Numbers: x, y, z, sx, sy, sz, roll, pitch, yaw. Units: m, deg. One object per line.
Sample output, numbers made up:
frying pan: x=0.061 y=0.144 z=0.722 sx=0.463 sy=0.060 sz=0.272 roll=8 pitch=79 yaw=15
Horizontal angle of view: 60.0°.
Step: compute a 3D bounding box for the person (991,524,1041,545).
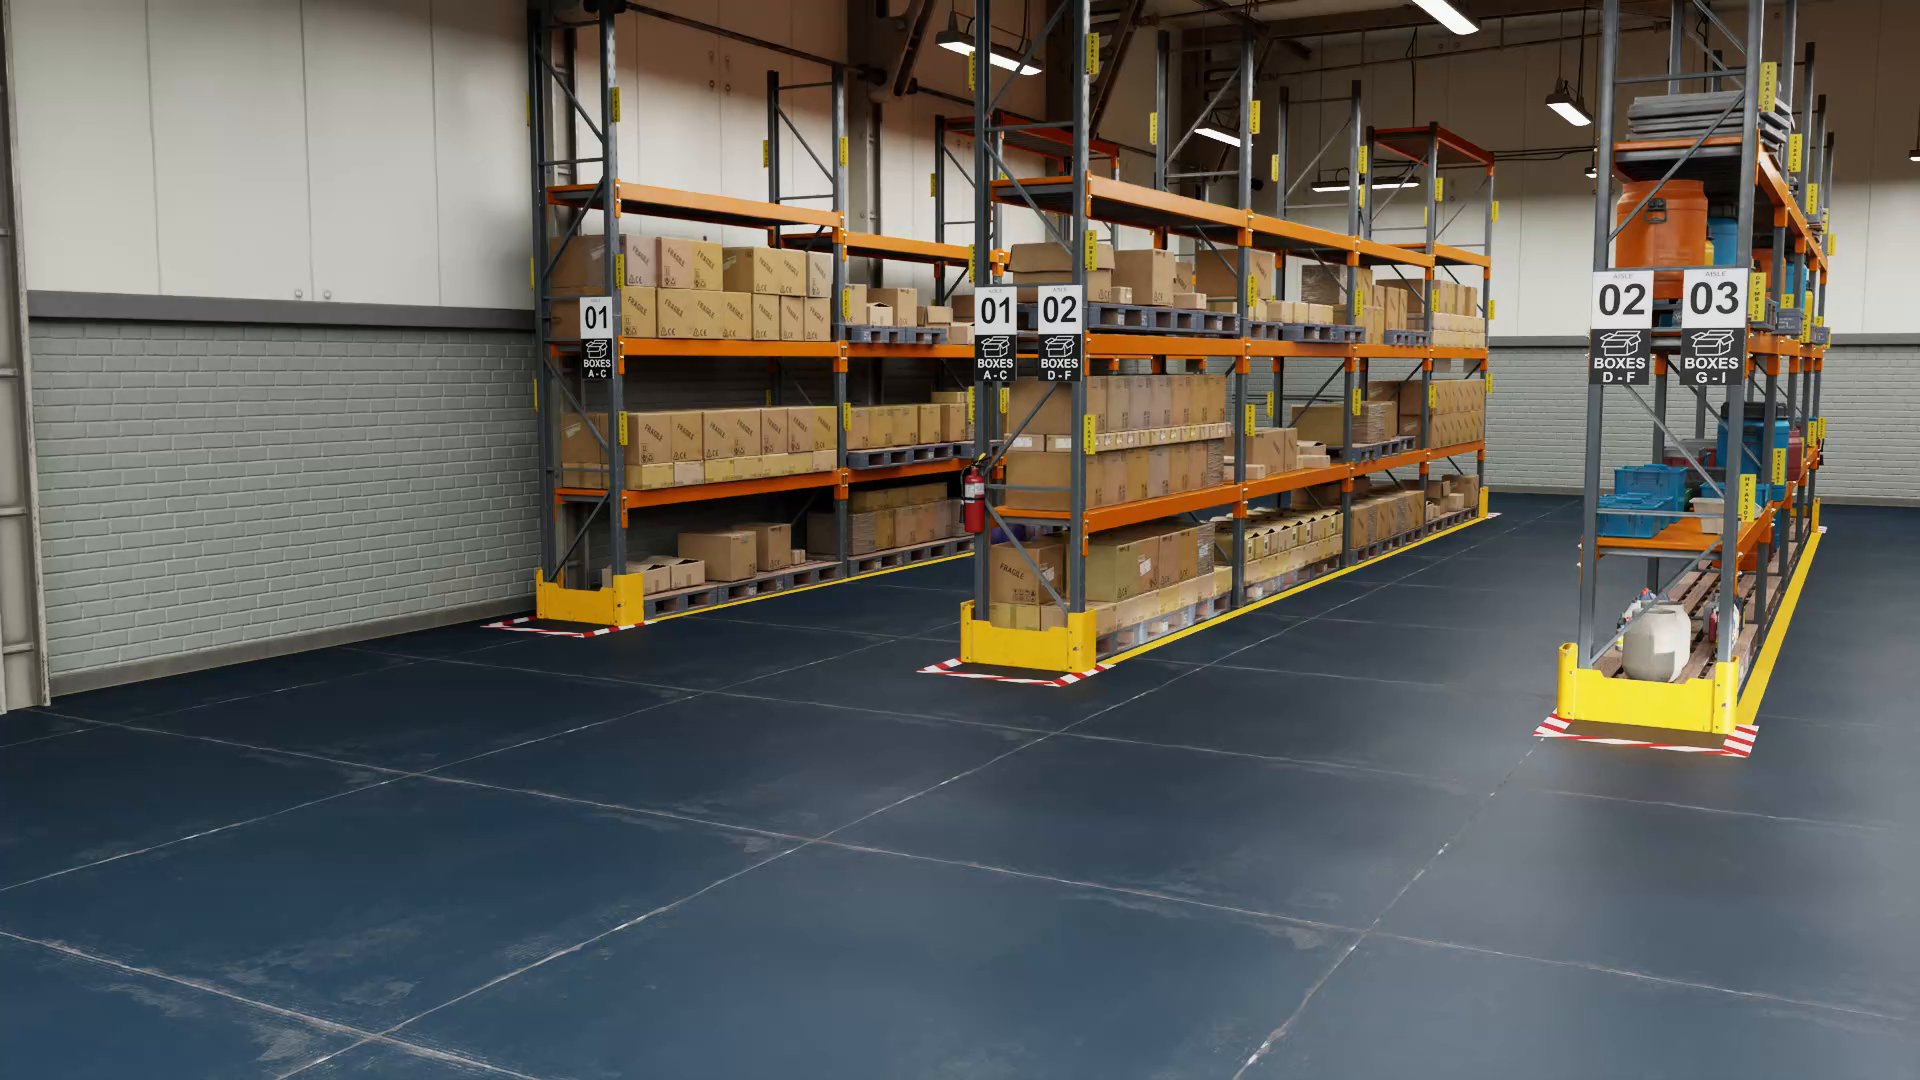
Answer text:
person: x=0.603 y=0.186 z=17.439 sx=0.468 sy=1.072 sz=0.904 roll=3 pitch=7 yaw=27
